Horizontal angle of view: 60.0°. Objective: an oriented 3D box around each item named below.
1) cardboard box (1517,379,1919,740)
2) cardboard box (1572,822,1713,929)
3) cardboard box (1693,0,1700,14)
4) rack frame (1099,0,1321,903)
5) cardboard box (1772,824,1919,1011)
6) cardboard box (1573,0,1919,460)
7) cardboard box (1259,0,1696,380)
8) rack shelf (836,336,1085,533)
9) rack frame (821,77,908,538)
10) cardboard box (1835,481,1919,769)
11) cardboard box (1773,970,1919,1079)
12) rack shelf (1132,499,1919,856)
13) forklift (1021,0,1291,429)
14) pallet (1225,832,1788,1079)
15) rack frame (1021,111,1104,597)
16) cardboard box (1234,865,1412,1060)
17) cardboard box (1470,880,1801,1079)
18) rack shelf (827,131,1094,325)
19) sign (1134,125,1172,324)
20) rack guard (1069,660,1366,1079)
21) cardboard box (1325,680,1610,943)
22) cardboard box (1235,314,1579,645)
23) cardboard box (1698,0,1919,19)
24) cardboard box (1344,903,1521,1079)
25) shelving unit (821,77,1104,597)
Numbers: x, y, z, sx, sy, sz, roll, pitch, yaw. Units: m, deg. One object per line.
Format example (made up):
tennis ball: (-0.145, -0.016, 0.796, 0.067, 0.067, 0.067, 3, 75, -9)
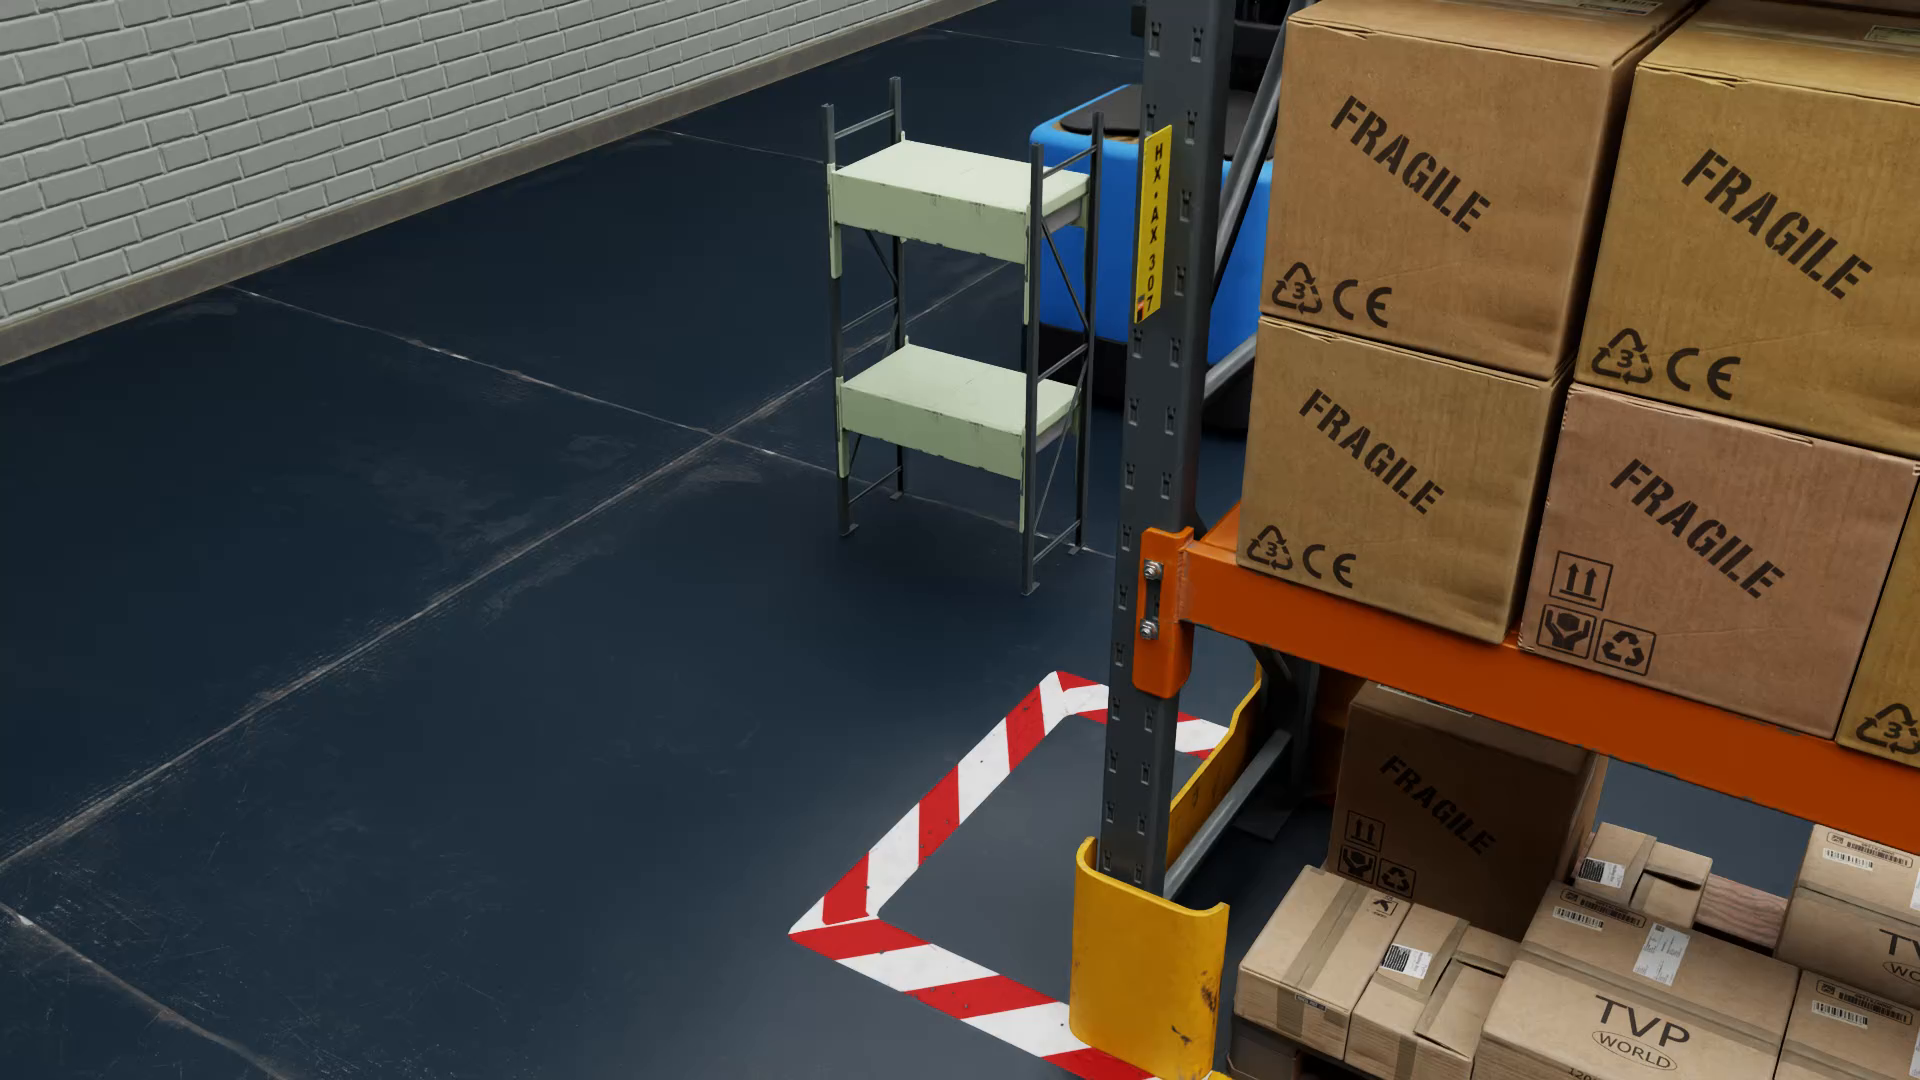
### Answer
cardboard box: (1.293, -0.068, 2.791, 0.500, 0.500, 0.500, 17, 34, 27)
cardboard box: (1.505, 0.829, 3.727, 0.250, 0.166, 0.380, 18, 35, 27)
cardboard box: (1.141, -0.865, 3.165, 0.500, 0.500, 0.500, 17, 34, 27)
rack frame: (0.618, -0.392, 3.446, 0.127, 3.000, 1.000, 18, 35, 27)
cardboard box: (1.998, 0.913, 3.500, 0.500, 0.250, 0.500, 18, 35, 27)
cardboard box: (1.300, -0.499, 2.537, 0.500, 0.500, 0.500, 18, 35, 28)
cardboard box: (0.854, -0.636, 2.772, 0.500, 0.500, 0.500, 19, 35, 29)
rack shelf: (0.006, -0.364, 5.533, 0.720, 0.370, 0.431, 18, 35, 27)
rack frame: (-0.304, -0.744, 5.537, 0.023, 1.500, 0.400, 18, 35, 27)
cardboard box: (1.717, 0.068, 2.558, 0.500, 0.500, 0.500, 17, 35, 27)
cardboard box: (1.775, 1.140, 3.111, 0.500, 0.250, 0.500, 18, 35, 27)
rack shelf: (2.312, 0.454, 2.709, 4.000, 0.370, 1.077, 18, 35, 27)
forklift: (1.469, -2.390, 6.937, 1.130, 2.935, 3.031, 18, 35, 28)
pallet: (1.358, 1.046, 3.748, 1.213, 0.211, 1.003, 18, 35, 27)
rack frame: (0.316, -0.548, 5.201, 0.023, 1.500, 0.400, 18, 35, 27)
cardboard box: (0.790, 0.908, 3.610, 0.250, 0.149, 0.380, 18, 35, 27)
cardboard box: (1.351, 1.006, 3.341, 0.500, 0.250, 0.500, 18, 35, 27)
rack shelf: (0.006, -0.983, 5.172, 0.720, 0.370, 0.431, 18, 35, 27)
sign: (0.330, -0.535, 2.831, 0.005, 0.325, 0.100, 18, 35, 27)
rack guard: (0.682, 0.708, 4.041, 0.348, 0.500, 1.175, 18, 35, 27)
cardboard box: (1.209, 0.538, 3.895, 0.500, 0.500, 0.500, 18, 35, 27)
cardboard box: (0.854, -0.204, 3.024, 0.500, 0.500, 0.500, 18, 35, 28)
cardboard box: (1.569, -0.730, 2.934, 0.500, 0.500, 0.500, 19, 35, 29)
cardboard box: (1.002, 0.967, 3.490, 0.250, 0.166, 0.380, 18, 35, 27)
shelving unit: (0.006, -0.646, 5.369, 0.755, 1.500, 0.431, 18, 35, 27)
